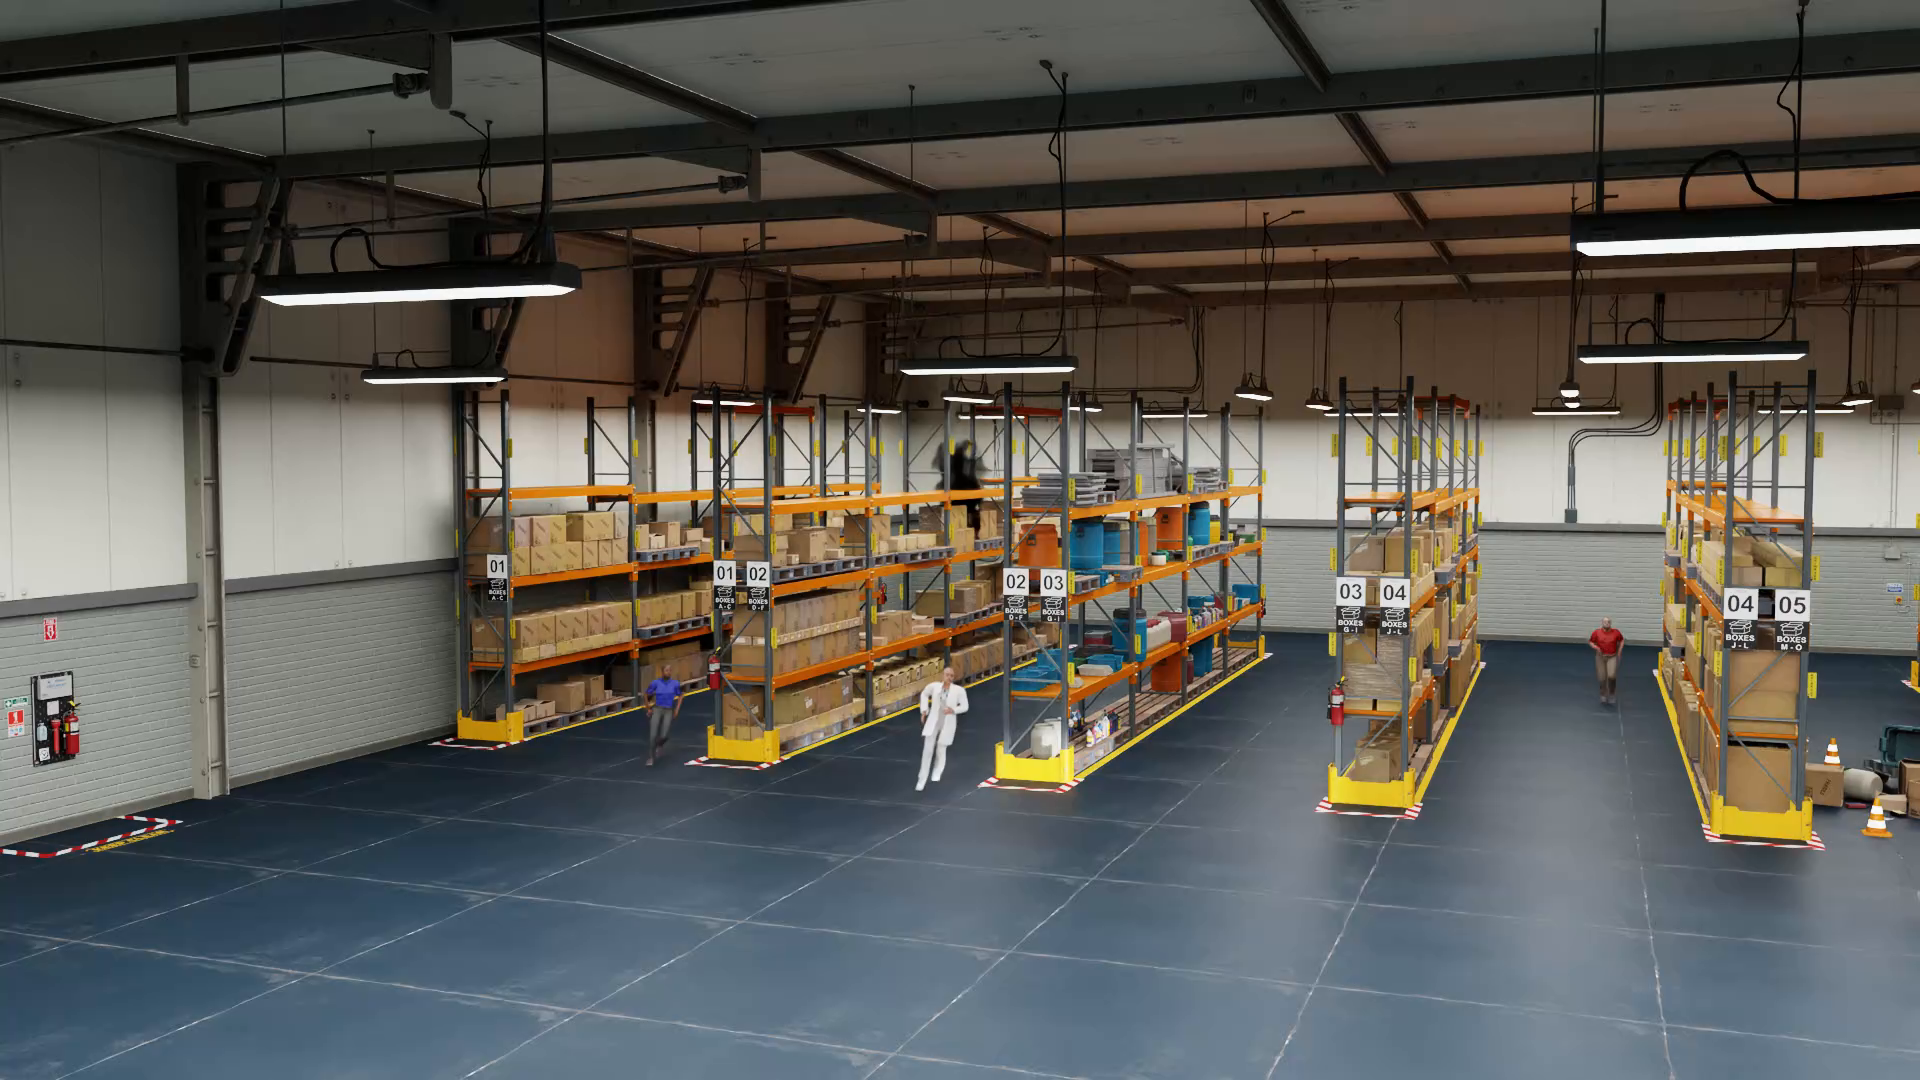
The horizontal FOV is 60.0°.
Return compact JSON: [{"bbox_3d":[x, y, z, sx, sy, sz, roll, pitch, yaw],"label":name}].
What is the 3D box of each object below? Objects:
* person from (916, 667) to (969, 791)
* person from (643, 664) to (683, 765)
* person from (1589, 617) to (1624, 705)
[{"bbox_3d":[-0.245,2.755,24.588,0.738,1.745,1.022,0,3,6],"label":"person"},{"bbox_3d":[-4.717,2.764,26.452,0.623,1.602,0.522,-1,3,-11],"label":"person"},{"bbox_3d":[12.641,2.366,32.535,0.627,1.738,0.732,1,3,24],"label":"person"}]
